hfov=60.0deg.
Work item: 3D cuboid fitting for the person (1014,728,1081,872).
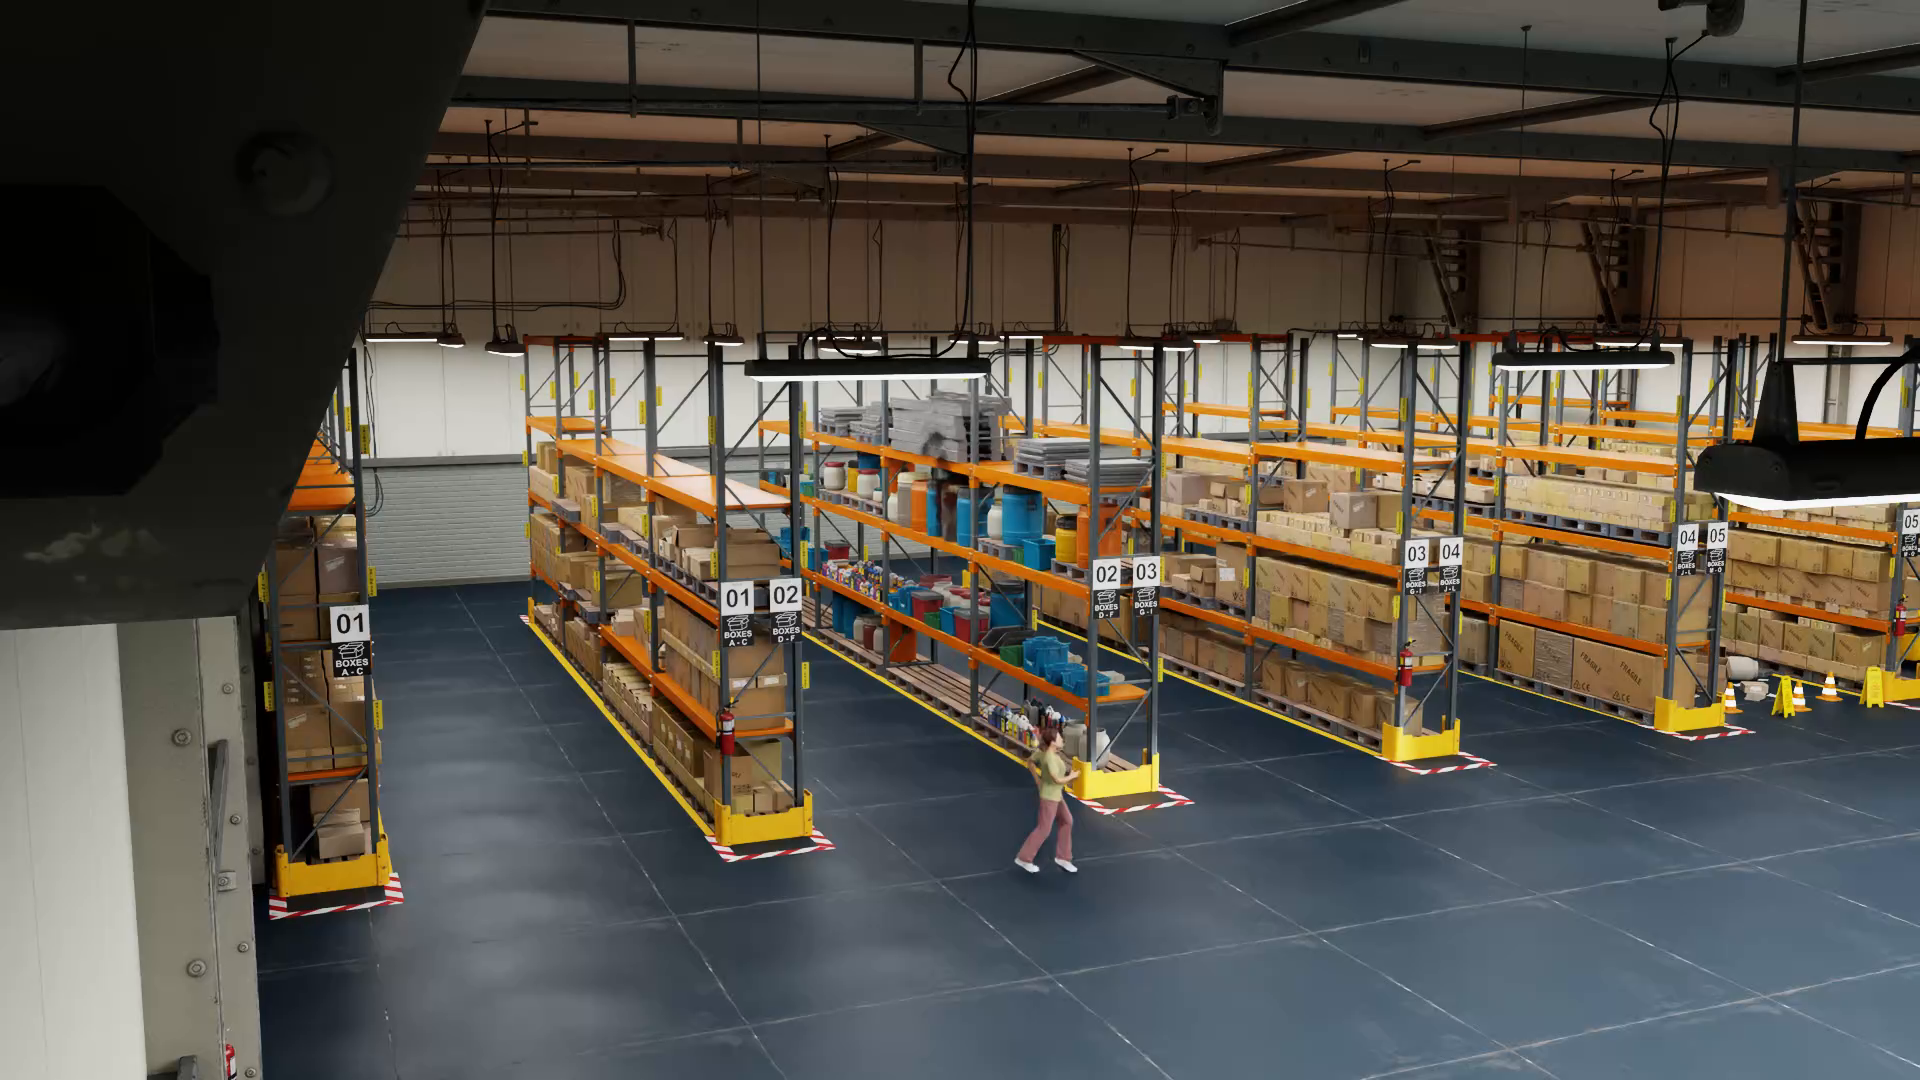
[{"bbox_3d":[0.995,2.989,18.955,0.757,1.732,0.591,0,8,-2],"label":"person"}]

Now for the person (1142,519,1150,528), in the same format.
[{"bbox_3d":[4.815,-0.097,41.747,0.655,1.766,0.889,6,10,40],"label":"person"}]

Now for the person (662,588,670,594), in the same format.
[{"bbox_3d":[-5.696,1.070,33.470,0.612,1.656,0.542,-5,9,-36],"label":"person"}]
